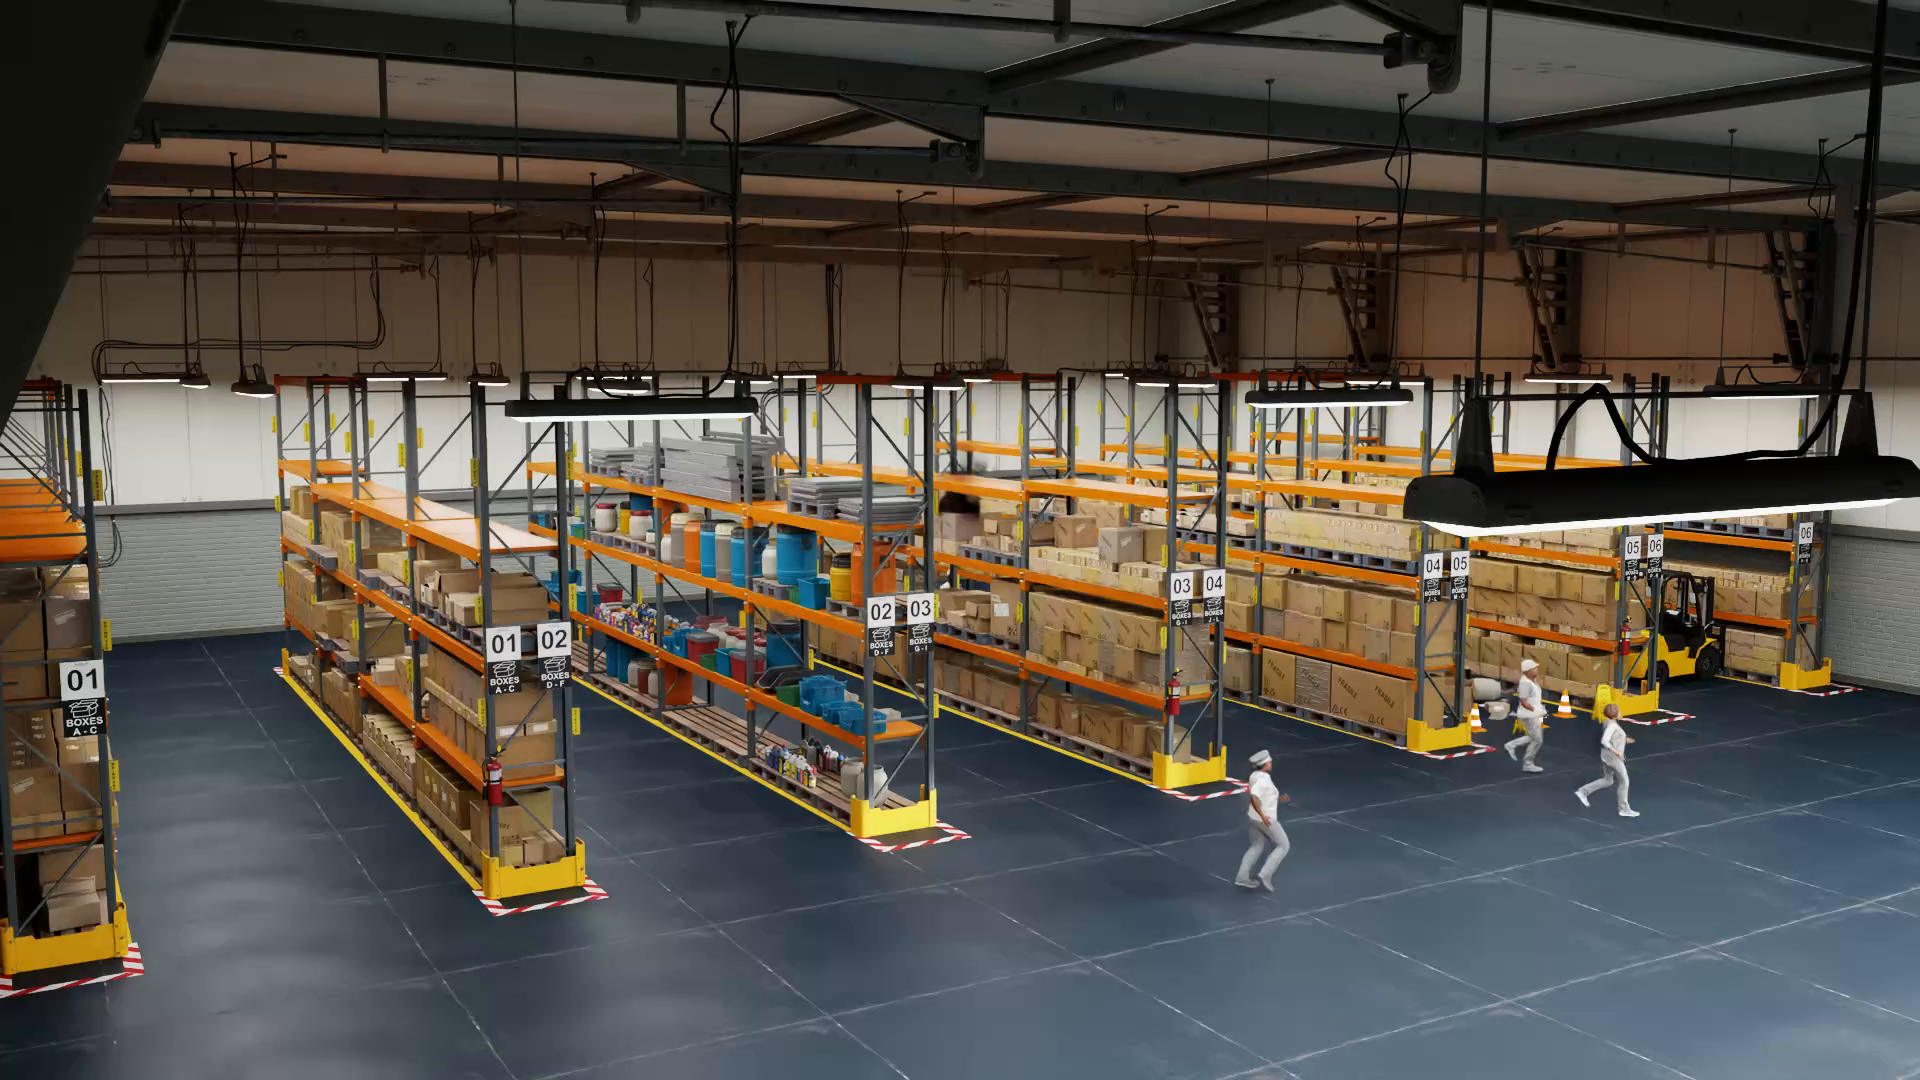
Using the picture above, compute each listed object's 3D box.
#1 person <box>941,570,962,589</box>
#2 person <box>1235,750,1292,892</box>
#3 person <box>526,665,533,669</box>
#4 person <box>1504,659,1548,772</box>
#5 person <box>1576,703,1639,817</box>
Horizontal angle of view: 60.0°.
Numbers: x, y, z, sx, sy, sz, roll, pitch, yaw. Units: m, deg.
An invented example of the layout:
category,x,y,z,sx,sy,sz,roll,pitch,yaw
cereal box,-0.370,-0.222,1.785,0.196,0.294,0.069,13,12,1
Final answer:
category,x,y,z,sx,sy,sz,roll,pitch,yaw
person,-0.143,1.518,35.827,0.683,1.802,0.883,-5,8,-36
person,3.624,3.335,19.757,0.685,1.704,0.540,-1,6,-13
person,-7.919,2.237,29.861,0.672,1.691,0.679,-5,8,-40
person,8.668,2.681,25.463,0.638,1.733,0.705,3,7,23
person,8.974,3.031,22.961,0.841,1.573,0.547,1,6,7
